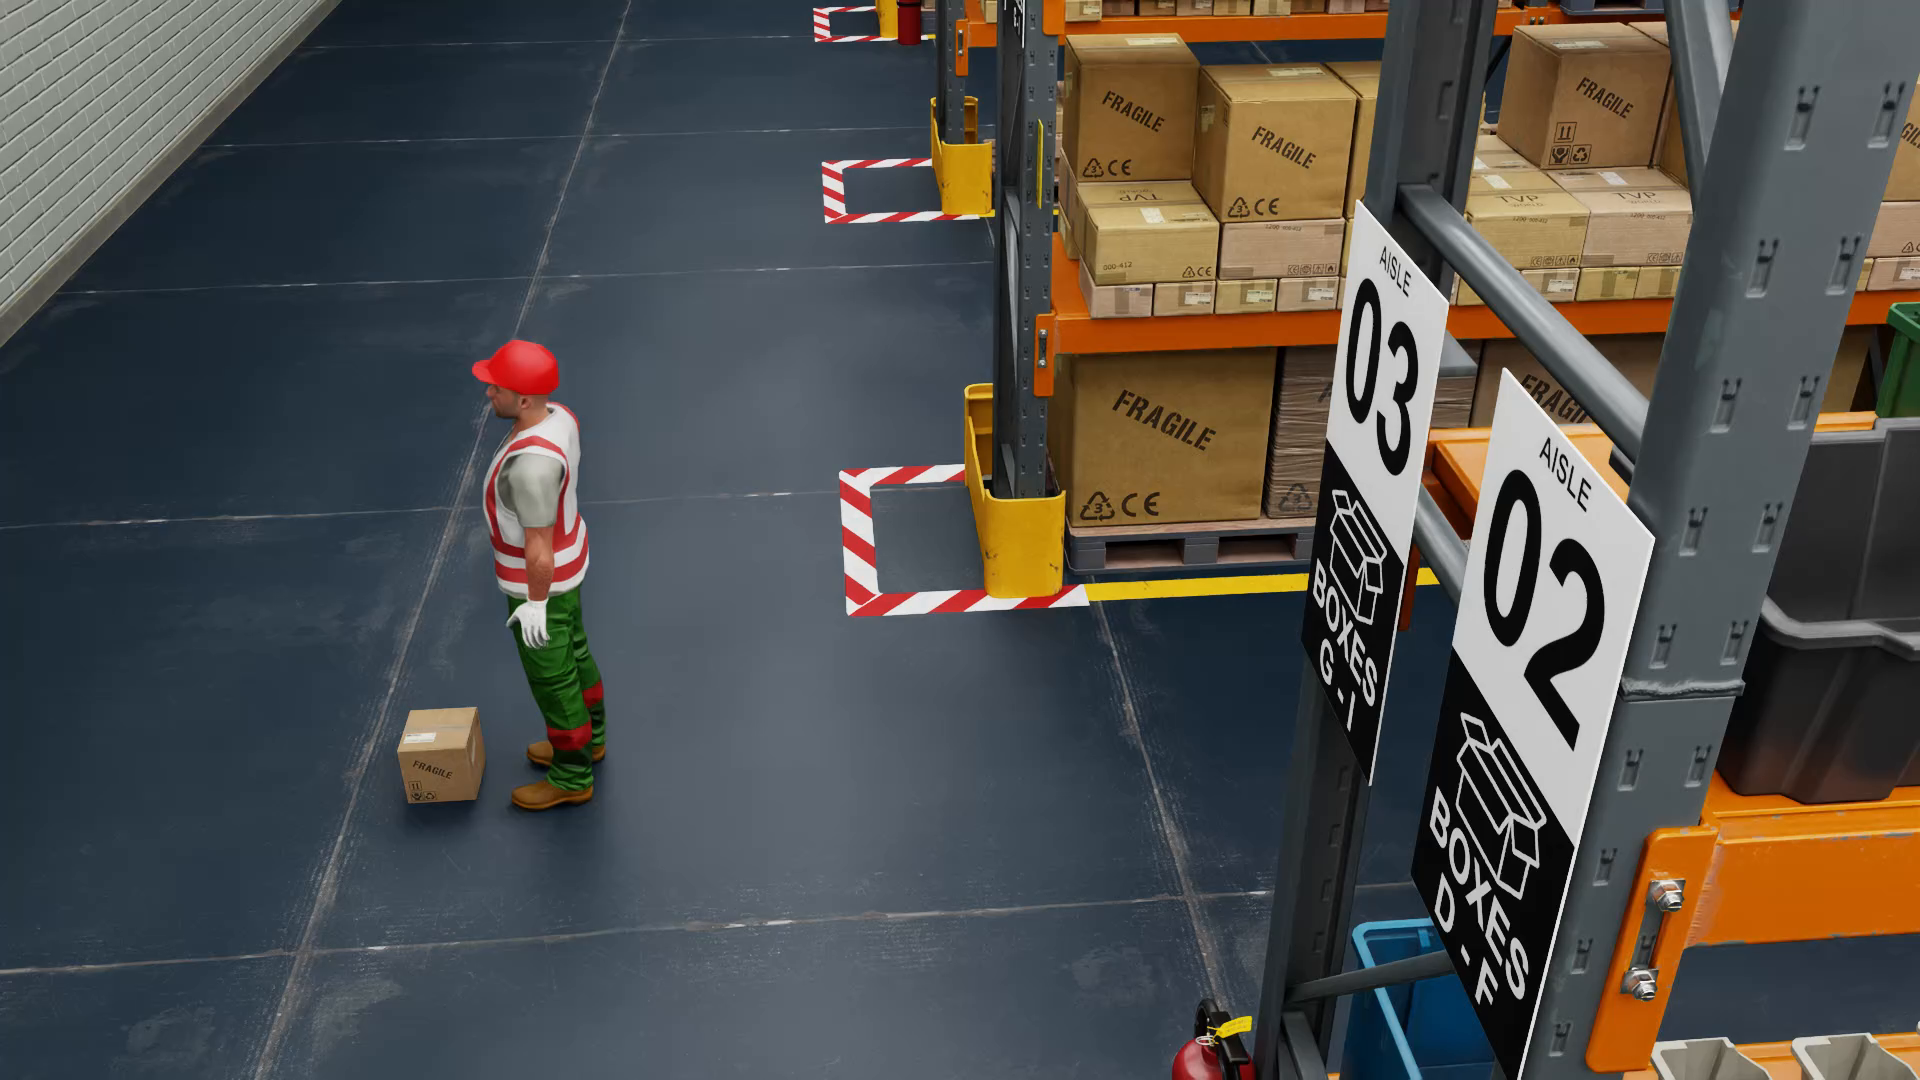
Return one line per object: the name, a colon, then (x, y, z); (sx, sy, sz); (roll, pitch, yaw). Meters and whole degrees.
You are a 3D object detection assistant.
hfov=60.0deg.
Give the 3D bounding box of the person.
person: (-1.492, 0.127, 5.883); (0.383, 1.798, 0.534); (-2, 31, -3)
